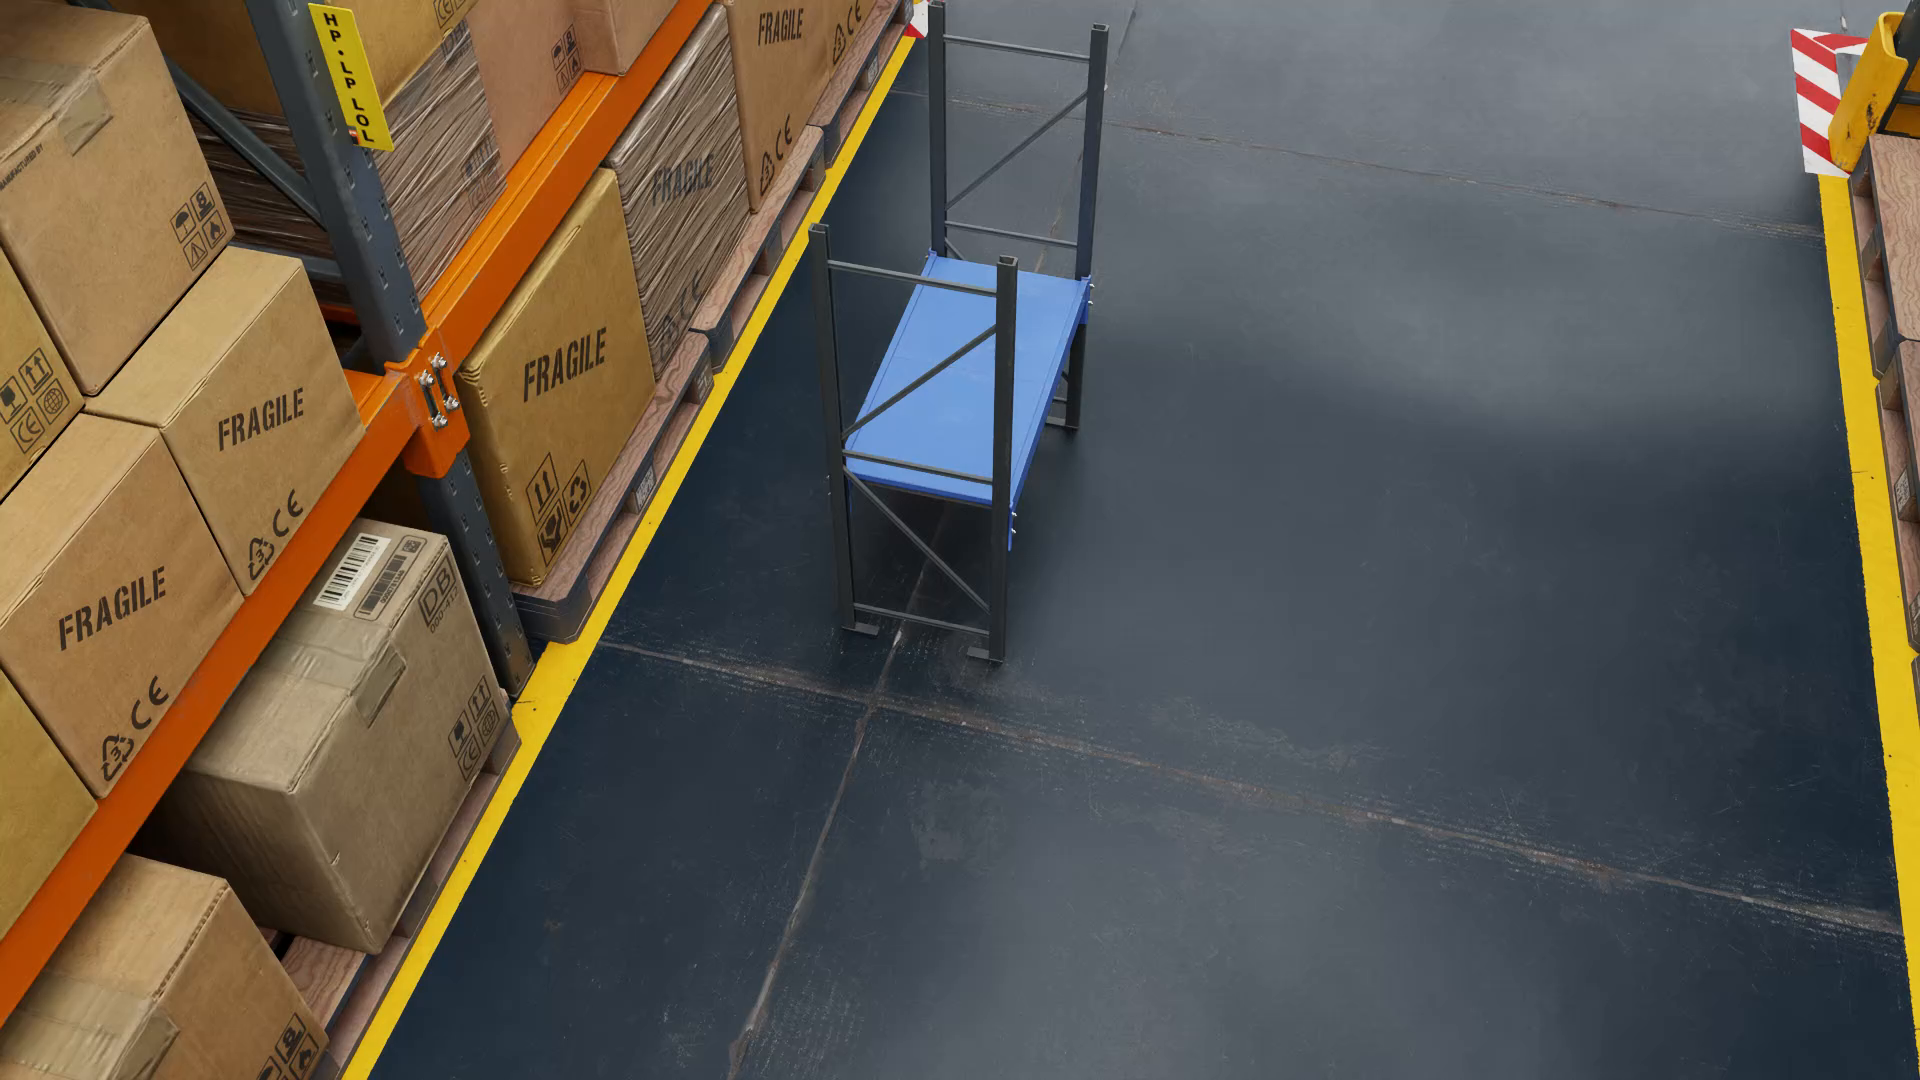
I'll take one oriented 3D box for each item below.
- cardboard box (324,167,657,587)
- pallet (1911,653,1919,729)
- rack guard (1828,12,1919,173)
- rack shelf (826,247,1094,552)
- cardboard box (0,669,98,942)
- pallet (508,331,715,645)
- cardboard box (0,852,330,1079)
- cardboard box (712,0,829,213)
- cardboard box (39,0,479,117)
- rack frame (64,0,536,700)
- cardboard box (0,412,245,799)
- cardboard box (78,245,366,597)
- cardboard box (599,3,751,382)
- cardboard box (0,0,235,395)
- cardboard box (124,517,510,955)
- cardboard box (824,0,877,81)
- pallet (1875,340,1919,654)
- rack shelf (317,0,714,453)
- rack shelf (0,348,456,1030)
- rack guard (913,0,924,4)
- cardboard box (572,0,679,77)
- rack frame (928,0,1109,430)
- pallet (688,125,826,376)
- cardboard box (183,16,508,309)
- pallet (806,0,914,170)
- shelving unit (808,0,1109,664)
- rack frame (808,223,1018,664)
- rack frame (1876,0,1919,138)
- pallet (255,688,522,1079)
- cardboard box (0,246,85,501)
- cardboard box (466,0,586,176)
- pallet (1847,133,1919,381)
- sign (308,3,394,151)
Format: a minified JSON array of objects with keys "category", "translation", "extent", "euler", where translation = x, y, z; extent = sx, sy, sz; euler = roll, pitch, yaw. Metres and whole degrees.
[{"category":"cardboard box","translation":[-1.519,-0.547,4.869],"extent":[0.875,0.875,0.875],"euler":[12,50,11]},{"category":"pallet","translation":[3.149,0.812,4.393],"extent":[1.003,0.211,1.213],"euler":[12,50,10]},{"category":"rack guard","translation":[4.039,-1.629,6.354],"extent":[1.175,0.500,0.348],"euler":[12,50,10]},{"category":"rack shelf","translation":[0.022,-0.439,4.877],"extent":[0.538,0.185,1.000],"euler":[12,50,10]},{"category":"cardboard box","translation":[-1.897,0.458,2.778],"extent":[0.500,0.500,0.500],"euler":[12,50,10]},{"category":"pallet","translation":[-1.476,-0.282,5.358],"extent":[1.003,0.211,1.213],"euler":[12,50,10]},{"category":"cardboard box","translation":[-2.086,1.099,3.500],"extent":[1.050,0.750,0.750],"euler":[12,50,10]},{"category":"cardboard box","translation":[-1.043,-1.859,6.027],"extent":[0.875,0.875,0.875],"euler":[11,49,9]},{"category":"cardboard box","translation":[-1.622,-1.337,3.609],"extent":[0.875,0.550,0.550],"euler":[12,50,10]},{"category":"rack frame","translation":[-1.752,-0.670,3.841],"extent":[1.000,3.000,0.127],"euler":[12,50,10]},{"category":"cardboard box","translation":[-1.764,0.093,3.101],"extent":[0.500,0.500,0.500],"euler":[11,50,10]},{"category":"cardboard box","translation":[-1.631,-0.273,3.423],"extent":[0.500,0.500,0.500],"euler":[11,50,10]},{"category":"cardboard box","translation":[-1.285,-1.200,5.445],"extent":[0.875,0.875,0.875],"euler":[12,50,10]},{"category":"cardboard box","translation":[-1.877,-0.674,3.110],"extent":[0.700,0.500,0.500],"euler":[11,49,9]},{"category":"cardboard box","translation":[-1.828,0.402,4.115],"extent":[1.050,0.750,0.750],"euler":[11,50,10]},{"category":"cardboard box","translation":[-0.814,-2.496,6.589],"extent":[0.875,0.875,0.875],"euler":[12,50,10]},{"category":"pallet","translation":[3.468,-0.073,5.174],"extent":[1.003,0.211,1.213],"euler":[12,50,10]},{"category":"rack shelf","translation":[-1.225,-1.879,5.387],"extent":[1.077,0.370,4.000],"euler":[12,50,10]},{"category":"rack shelf","translation":[-2.278,1.015,2.834],"extent":[1.077,0.370,4.000],"euler":[12,50,10]},{"category":"rack guard","translation":[-0.693,-2.753,7.347],"extent":[1.175,0.500,0.348],"euler":[12,50,10]},{"category":"cardboard box","translation":[-1.288,-1.758,4.701],"extent":[0.875,0.550,0.550],"euler":[12,50,10]},{"category":"rack frame","translation":[0.156,-0.926,5.067],"extent":[0.500,1.500,0.032],"euler":[12,50,10]},{"category":"pallet","translation":[-1.157,-1.167,6.139],"extent":[1.003,0.211,1.213],"euler":[12,50,10]},{"category":"cardboard box","translation":[-1.666,-0.989,4.022],"extent":[0.875,0.550,0.550],"euler":[12,50,10]},{"category":"pallet","translation":[-0.834,-2.047,6.916],"extent":[1.003,0.211,1.213],"euler":[12,50,10]},{"category":"shelving unit","translation":[0.022,-0.558,4.742],"extent":[0.538,1.500,1.048],"euler":[12,50,10]},{"category":"rack frame","translation":[-0.111,-0.190,4.418],"extent":[0.500,1.500,0.032],"euler":[12,50,10]},{"category":"rack frame","translation":[4.059,-2.511,5.466],"extent":[1.000,3.000,0.127],"euler":[12,50,10]},{"category":"pallet","translation":[-1.882,0.826,4.380],"extent":[1.003,0.211,1.213],"euler":[12,50,10]},{"category":"cardboard box","translation":[-2.010,-0.301,2.782],"extent":[0.700,0.500,0.500],"euler":[11,49,9]},{"category":"cardboard box","translation":[-1.543,-1.391,4.377],"extent":[0.875,0.550,0.550],"euler":[12,50,10]},{"category":"pallet","translation":[3.792,-0.953,5.950],"extent":[1.003,0.211,1.213],"euler":[12,50,10]},{"category":"sign","translation":[-1.226,-0.927,3.348],"extent":[0.100,0.325,0.005],"euler":[12,50,10]}]
